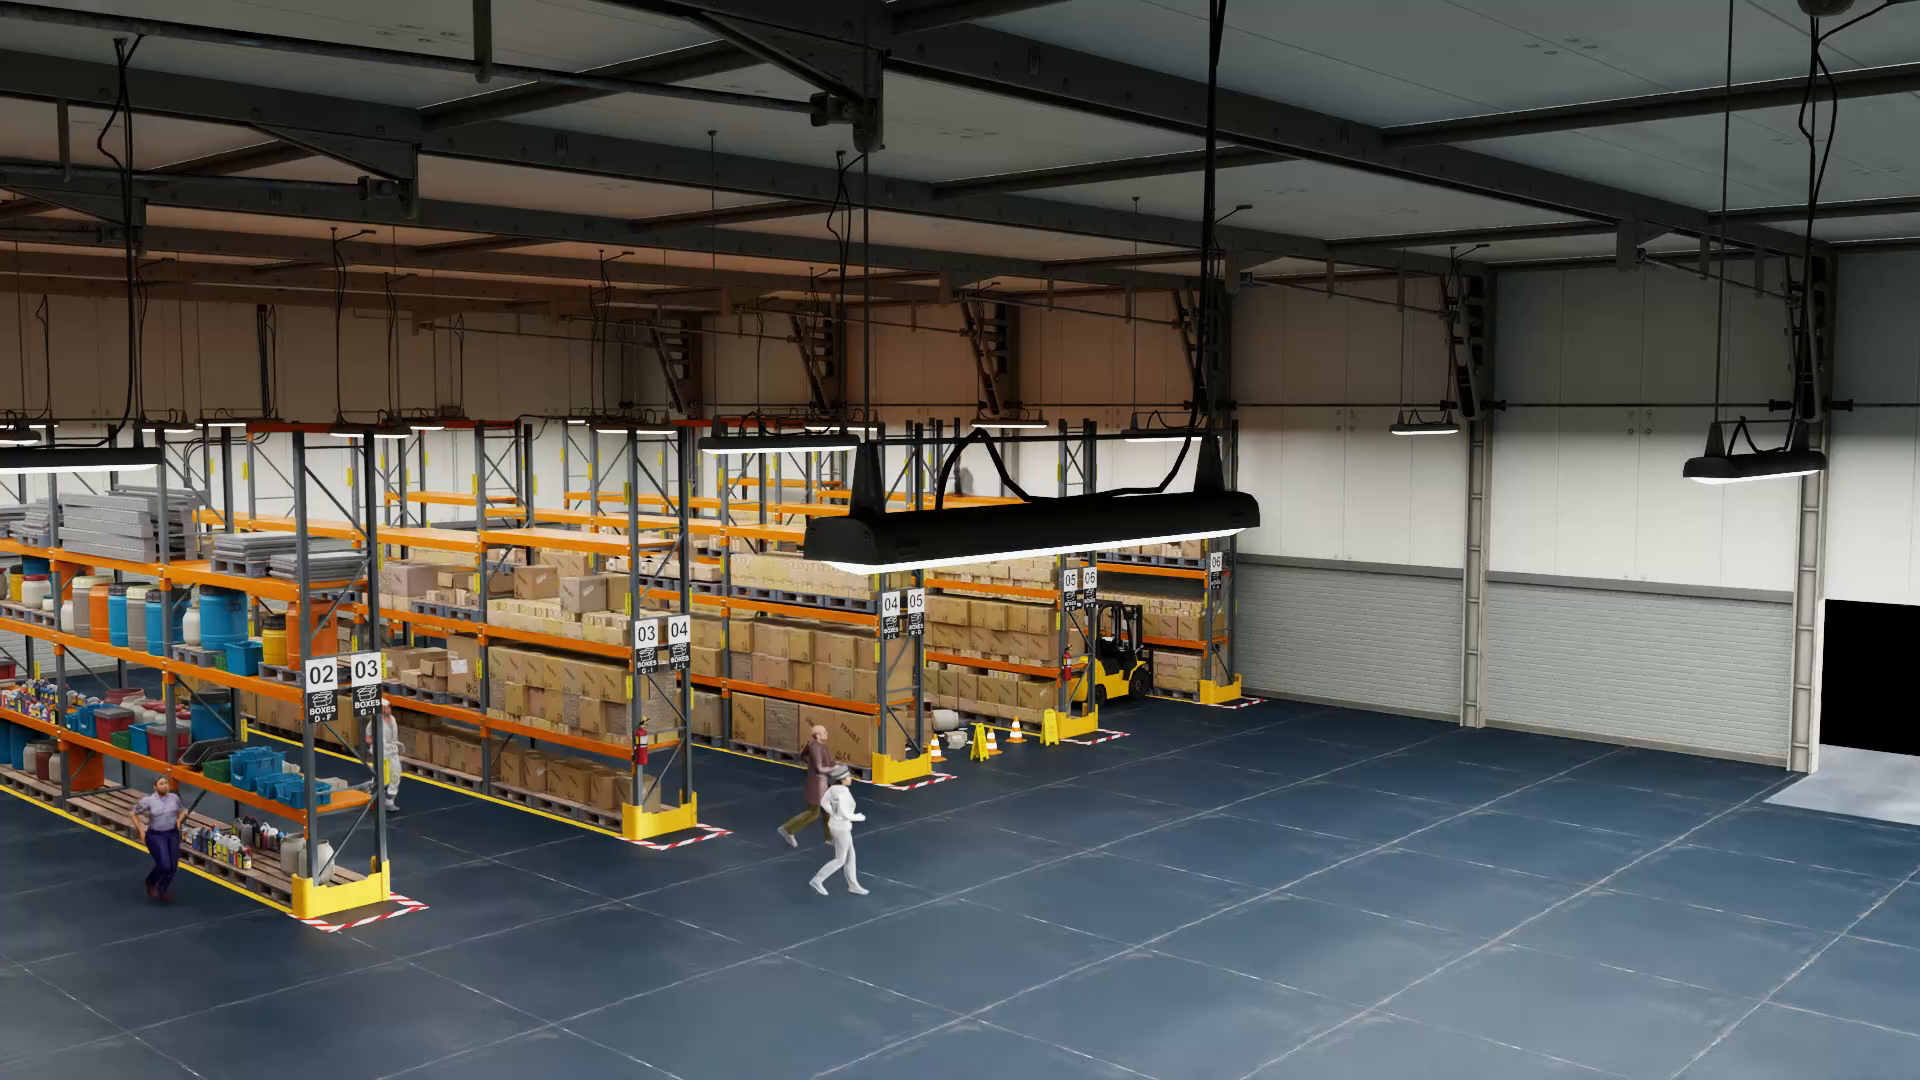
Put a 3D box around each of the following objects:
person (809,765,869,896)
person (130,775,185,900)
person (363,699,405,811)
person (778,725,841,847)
[{"bbox_3d":[-1.559,3.745,21.331,0.818,1.715,0.615,-2,5,-18],"label":"person"},{"bbox_3d":[-10.112,3.796,21.127,0.575,1.609,0.592,3,6,36],"label":"person"},{"bbox_3d":[-8.989,3.338,25.925,0.720,1.750,0.653,2,5,28],"label":"person"},{"bbox_3d":[-2.077,3.515,23.629,1.044,1.792,0.718,-1,5,-8],"label":"person"}]
